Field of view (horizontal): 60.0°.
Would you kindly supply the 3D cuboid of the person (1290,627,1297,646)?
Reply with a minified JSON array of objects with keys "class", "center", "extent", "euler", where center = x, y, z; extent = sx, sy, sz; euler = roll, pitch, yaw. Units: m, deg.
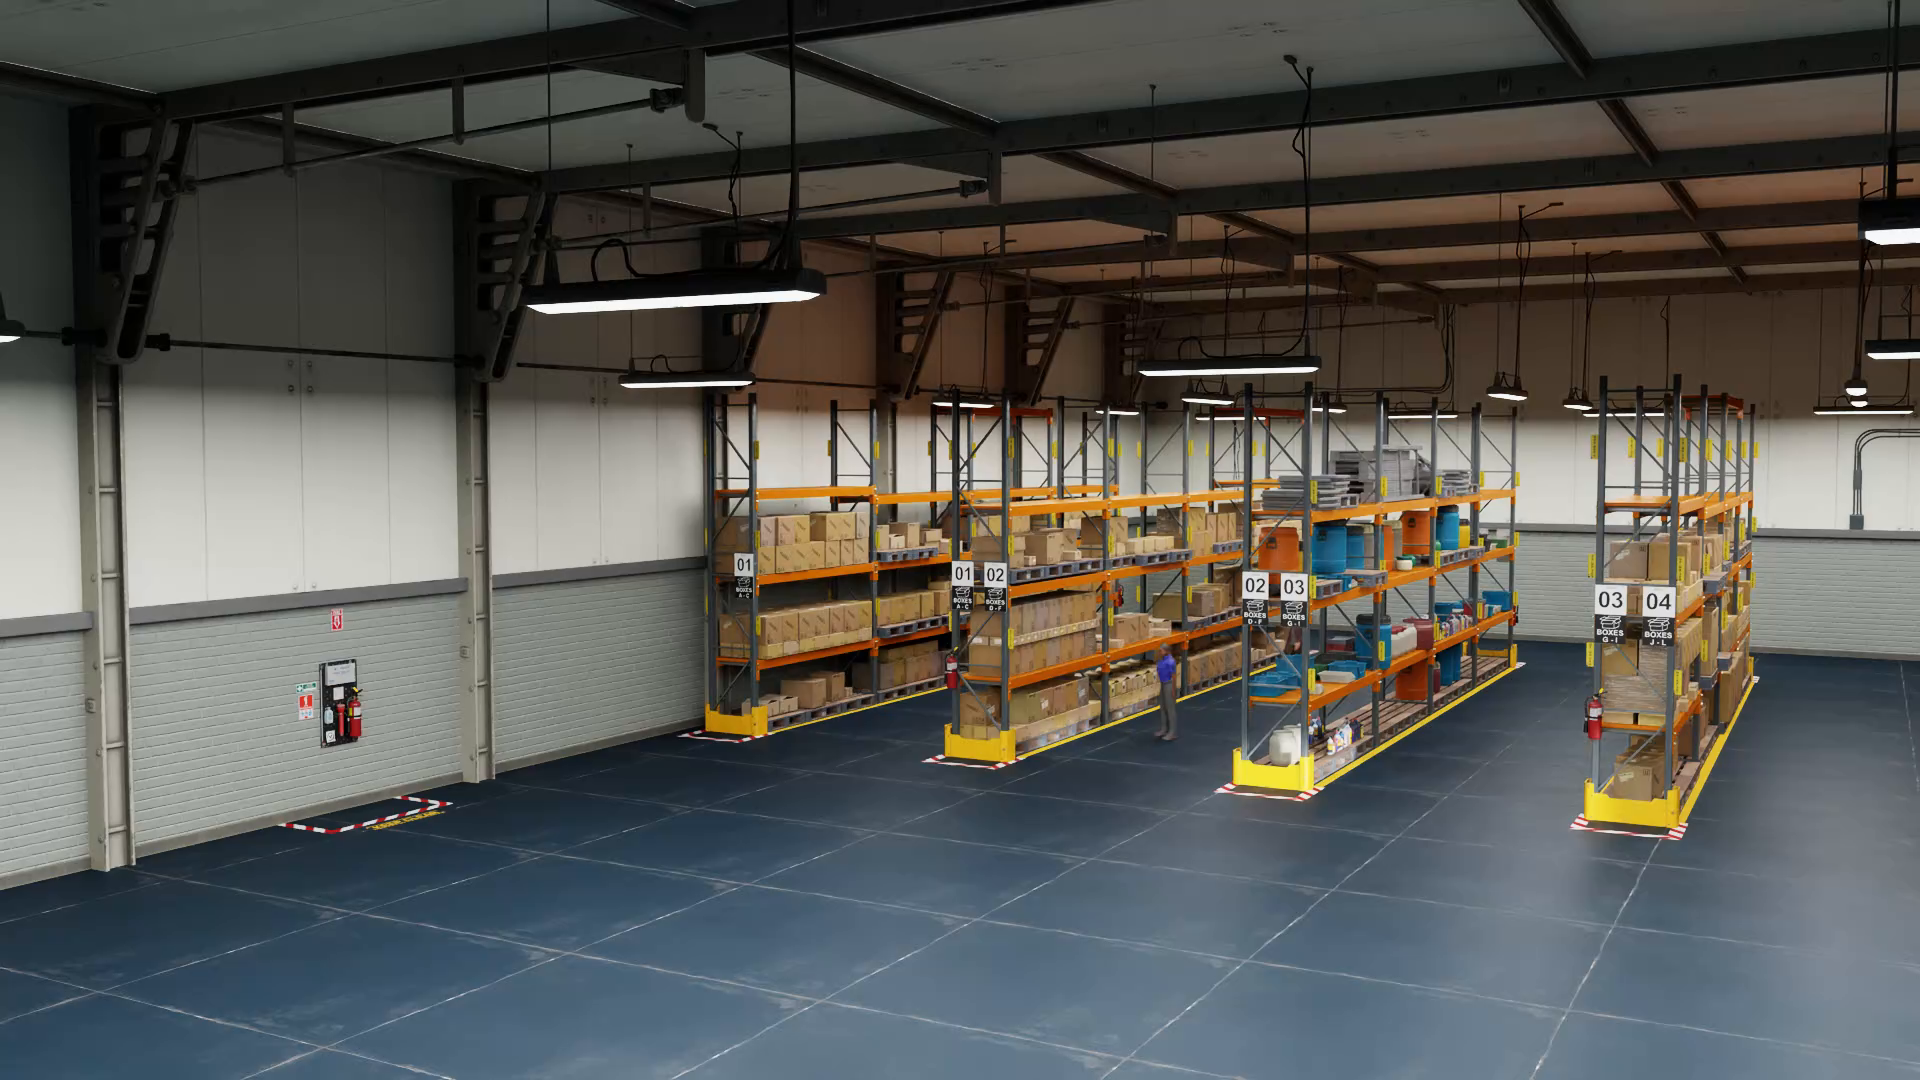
[{"class":"person","center":[7.154,2.363,35.169],"extent":[0.498,1.516,0.622],"euler":[2,4,32]}]

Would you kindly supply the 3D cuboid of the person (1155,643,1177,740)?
[{"class":"person","center":[3.579,2.615,28.925],"extent":[0.322,1.655,0.546],"euler":[0,3,-9]}]
